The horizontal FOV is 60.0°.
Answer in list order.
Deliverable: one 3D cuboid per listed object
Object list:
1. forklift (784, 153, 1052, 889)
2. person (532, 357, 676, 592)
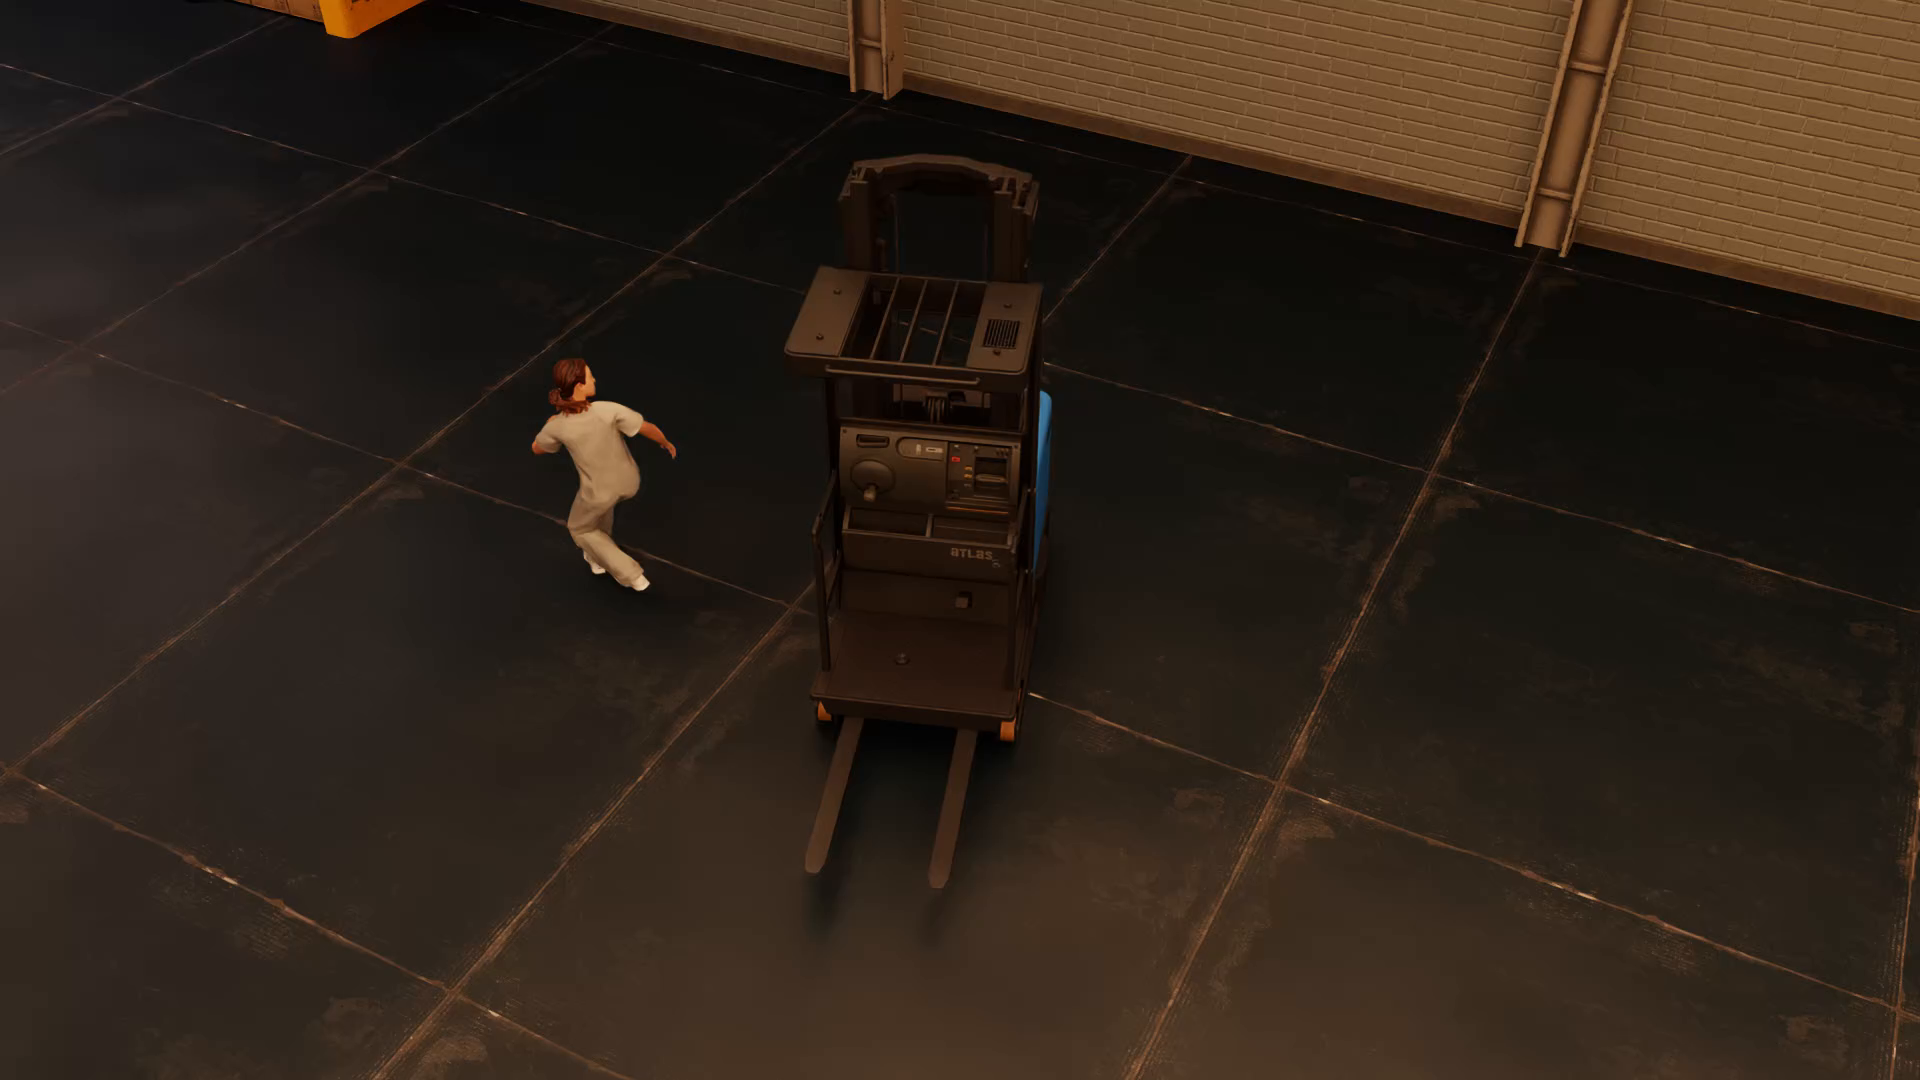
[{"bbox_3d":[-0.186,-0.282,8.321,1.130,2.935,3.031,6,40,7],"label":"forklift"},{"bbox_3d":[-2.029,-0.425,9.582,0.774,1.542,0.806,-22,45,-24],"label":"person"}]
